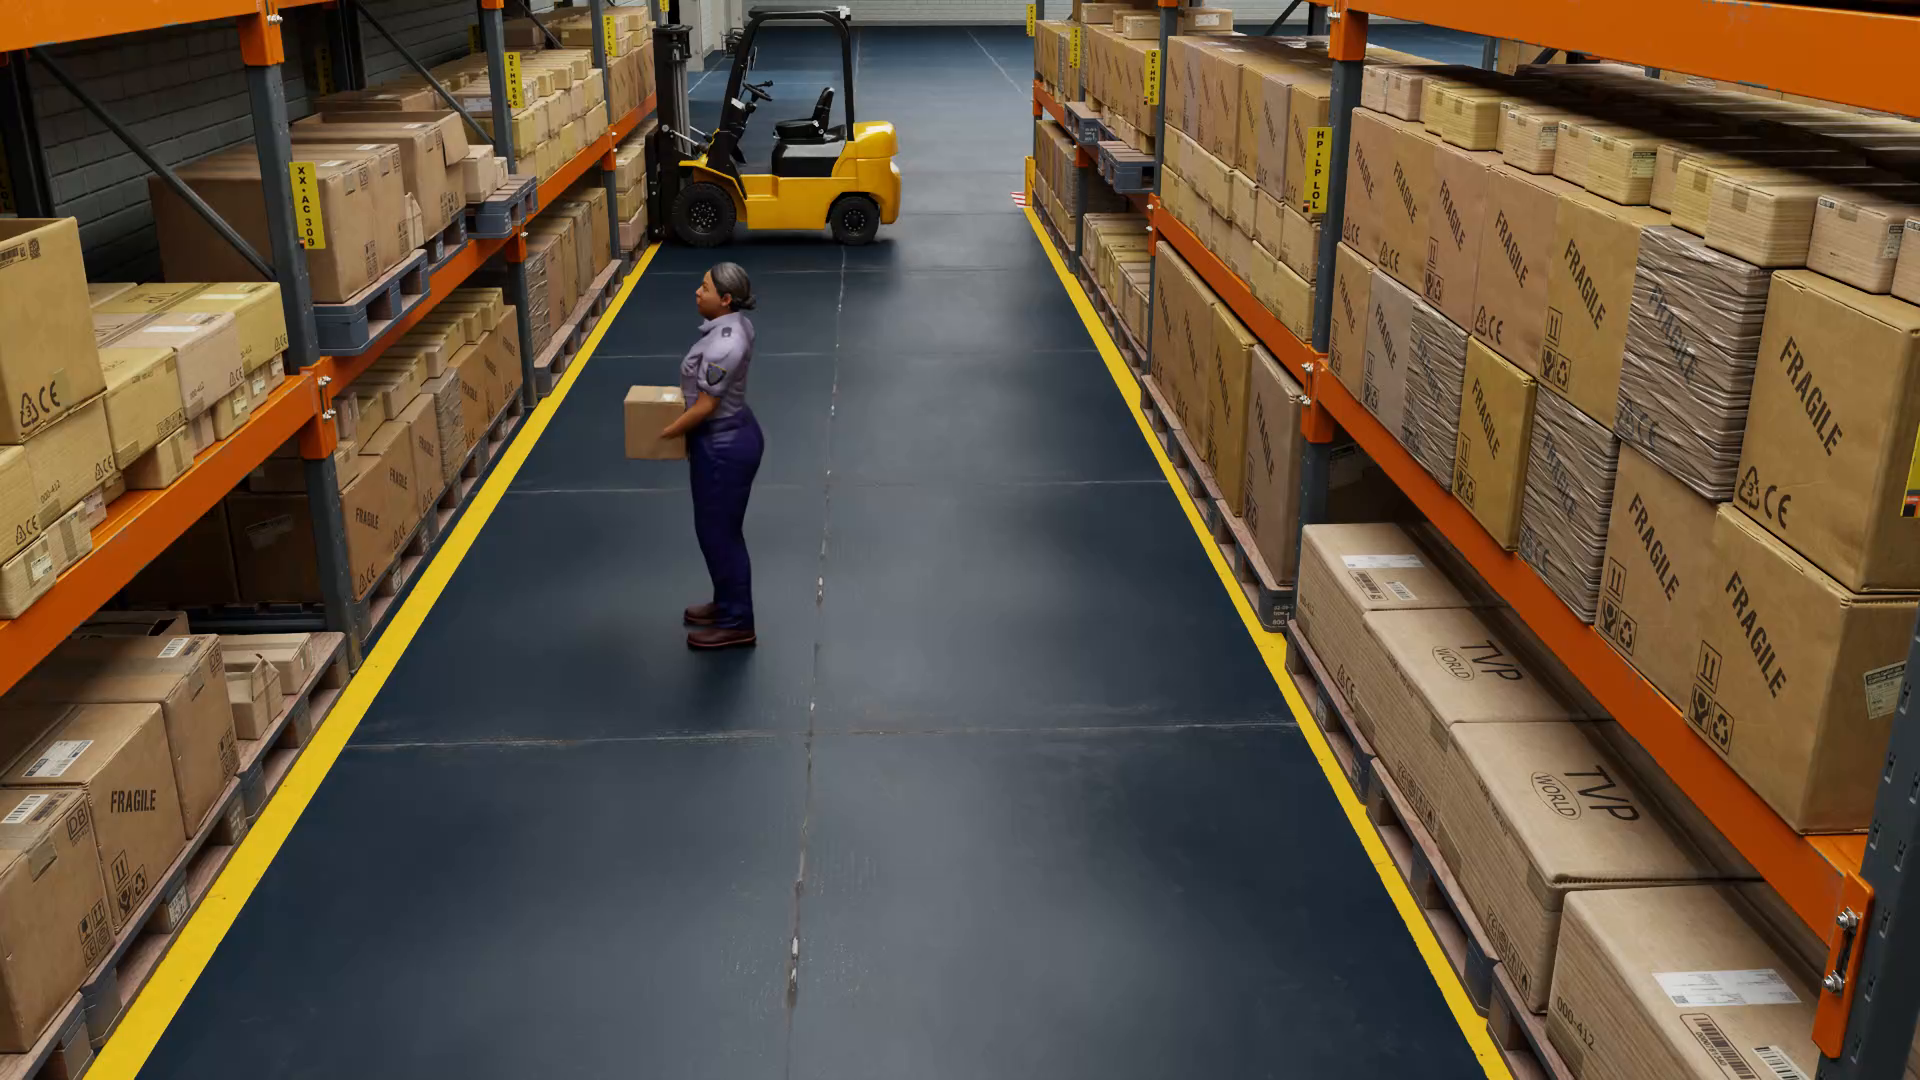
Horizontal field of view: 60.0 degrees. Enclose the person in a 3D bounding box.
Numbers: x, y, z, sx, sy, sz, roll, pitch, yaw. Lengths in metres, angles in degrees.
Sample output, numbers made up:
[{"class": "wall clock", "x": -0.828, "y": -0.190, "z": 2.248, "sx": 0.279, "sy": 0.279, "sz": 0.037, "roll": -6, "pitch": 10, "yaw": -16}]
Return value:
[{"class": "person", "x": -1.095, "y": -0.367, "z": 7.083, "sx": 0.511, "sy": 1.643, "sz": 0.455, "roll": 0, "pitch": 21, "yaw": -1}]
